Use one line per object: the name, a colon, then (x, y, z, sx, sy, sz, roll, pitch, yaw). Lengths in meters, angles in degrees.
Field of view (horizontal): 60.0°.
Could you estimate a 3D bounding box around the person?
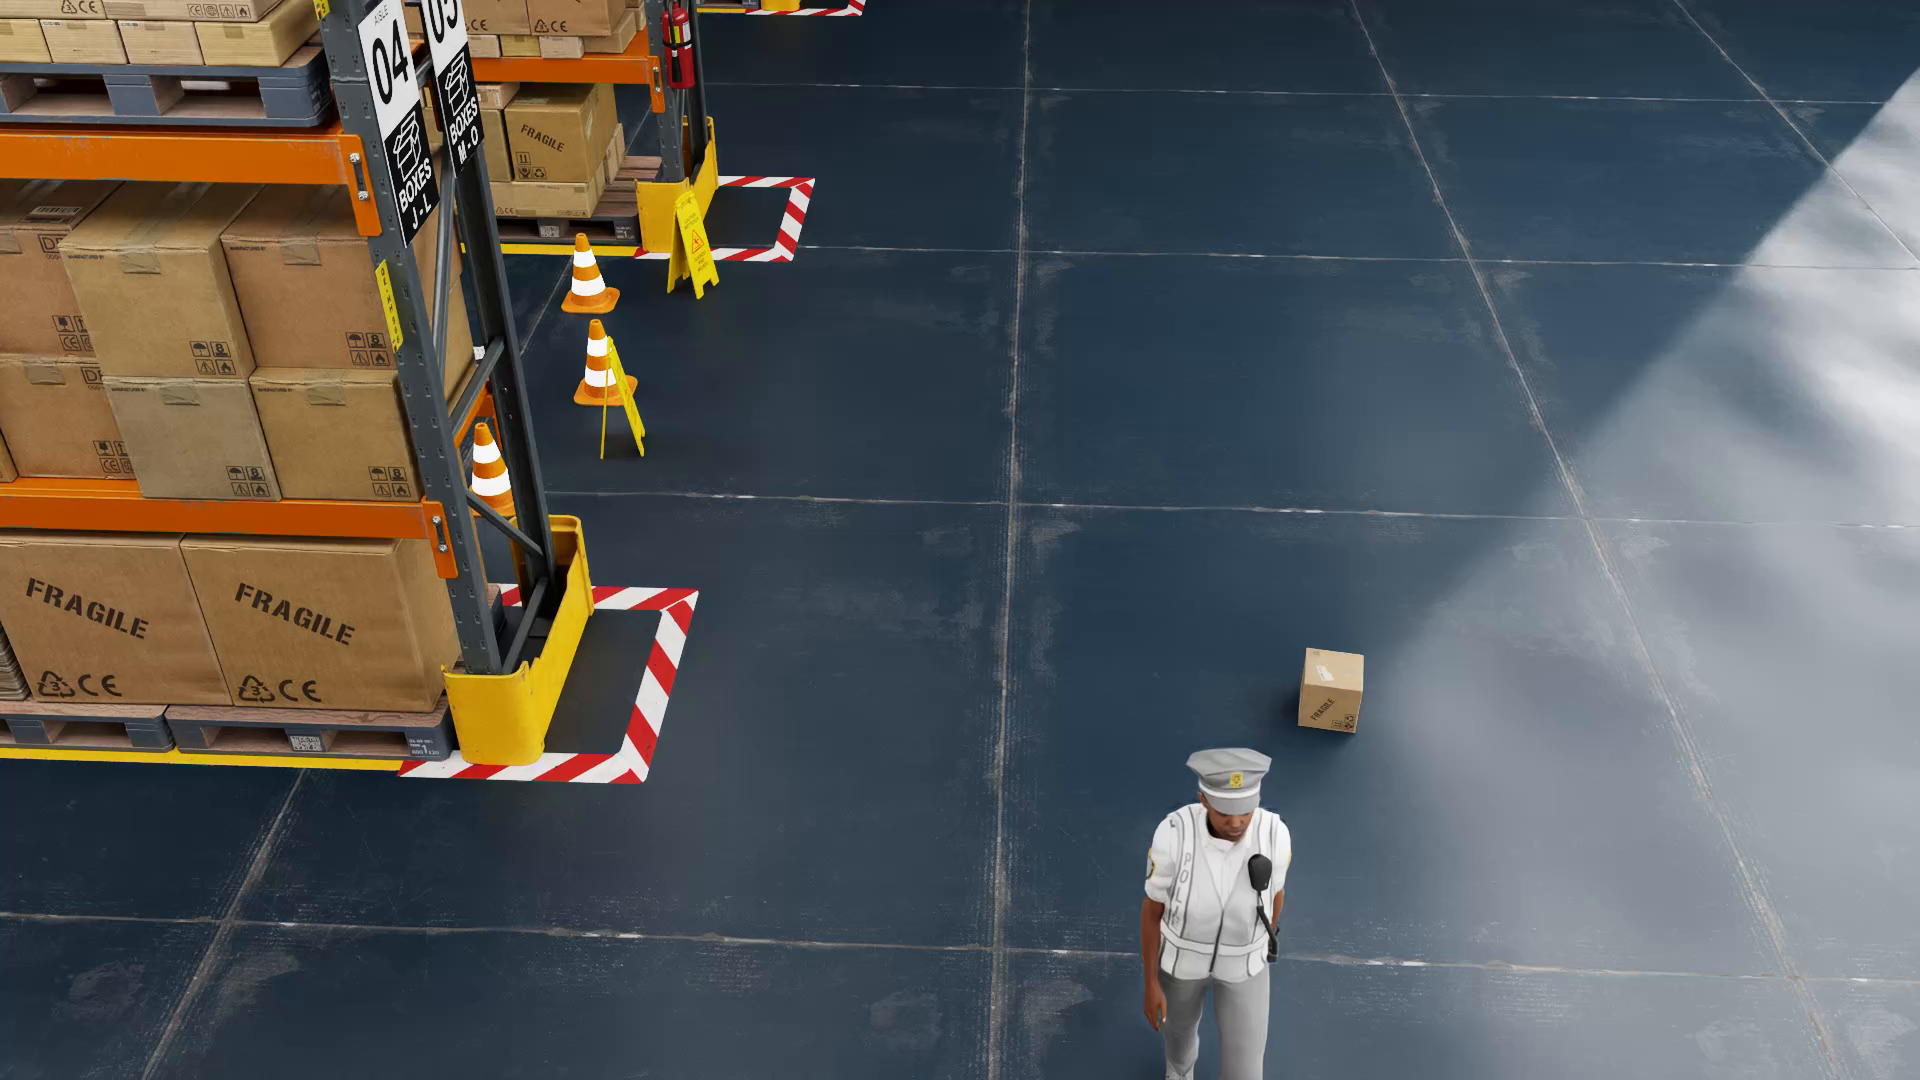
person: (0.778, 1.358, 5.242, 0.446, 1.759, 0.593, 3, 36, 5)
